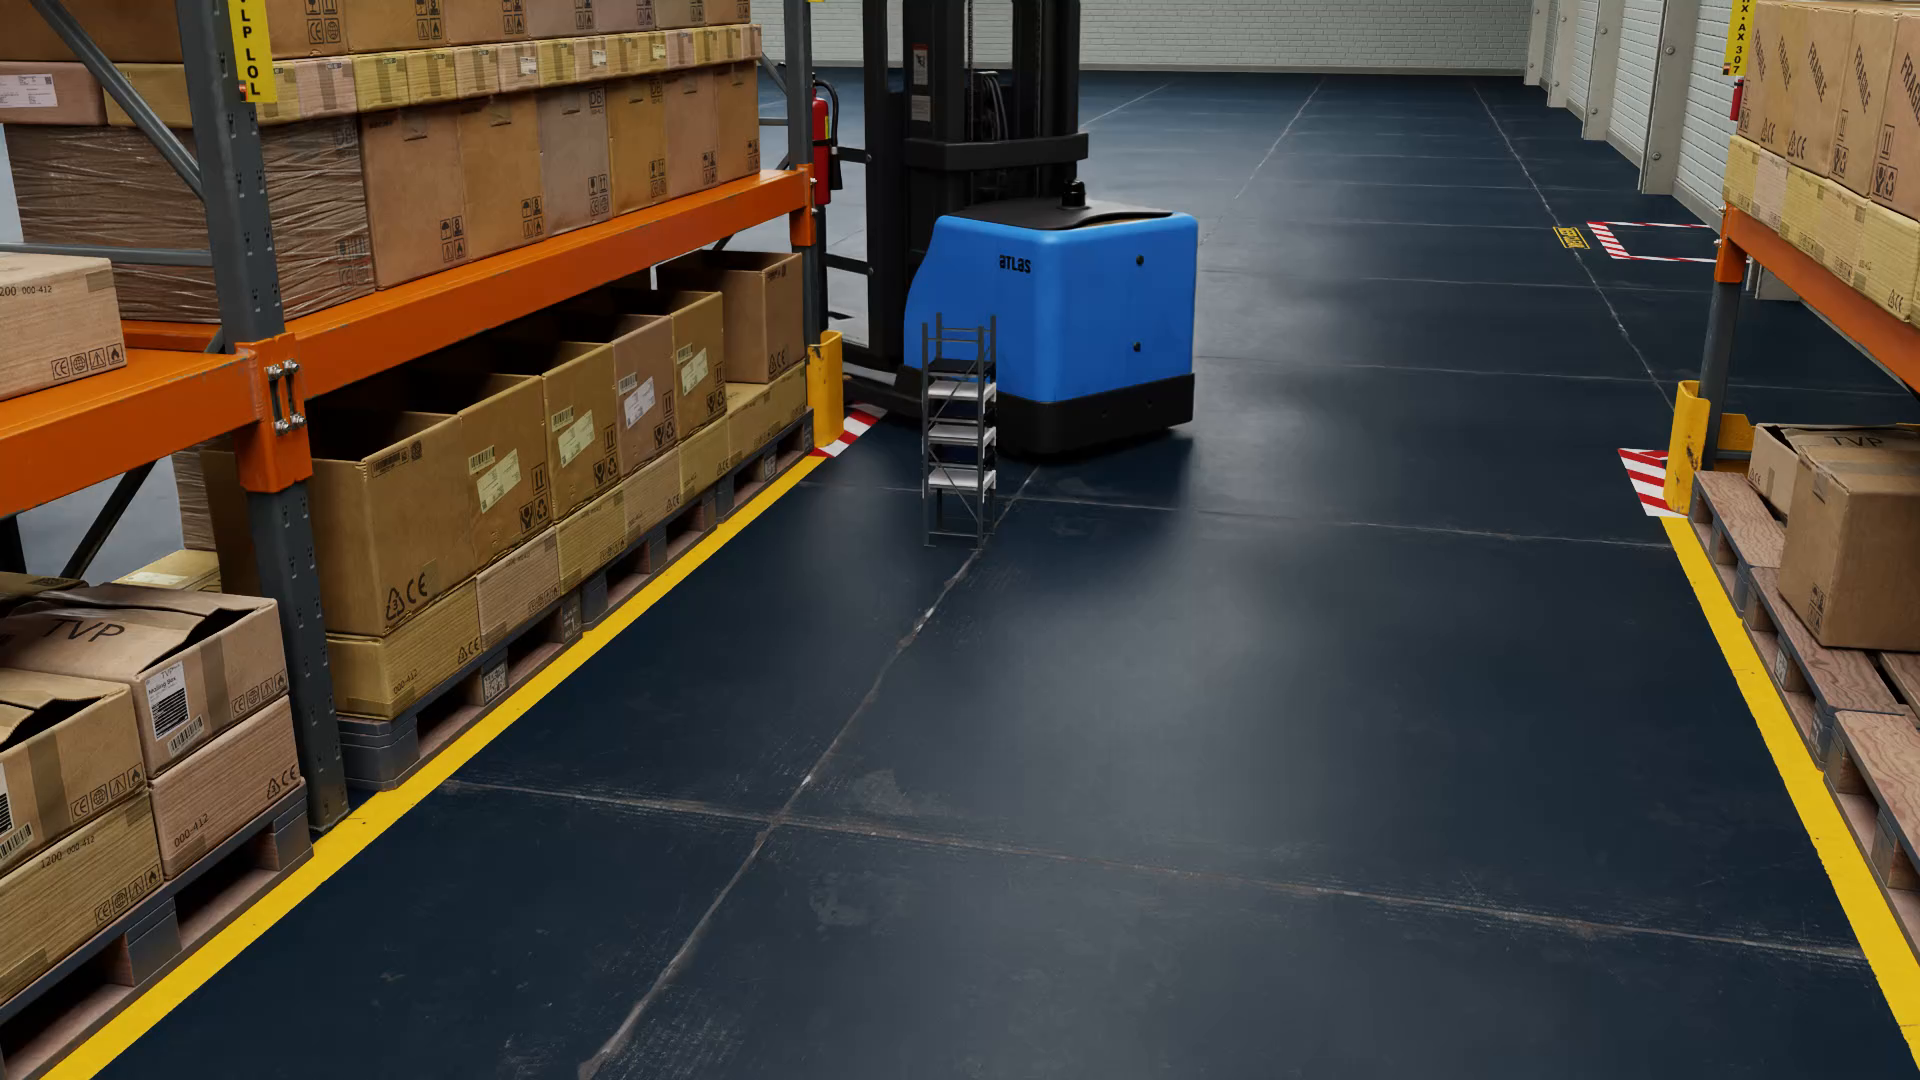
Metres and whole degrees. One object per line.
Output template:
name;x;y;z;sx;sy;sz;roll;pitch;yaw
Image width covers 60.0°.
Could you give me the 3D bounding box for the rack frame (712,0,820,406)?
rack frame;-1.175;-1.950;7.756;1.000;3.000;0.127;5;19;13

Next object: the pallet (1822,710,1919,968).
pallet;2.782;0.800;4.018;1.003;0.211;1.213;5;19;13

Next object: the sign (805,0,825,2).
sign;-0.652;-2.563;7.392;0.100;0.325;0.005;5;19;13

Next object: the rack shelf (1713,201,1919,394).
rack shelf;3.141;-0.593;4.895;1.077;0.370;4.000;5;19;13

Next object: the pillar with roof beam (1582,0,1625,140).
pillar with roof beam;4.520;-10.093;22.315;9.100;9.000;0.400;5;19;13

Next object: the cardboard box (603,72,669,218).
cardboard box;-1.552;-1.532;6.377;0.700;0.500;0.500;5;19;14

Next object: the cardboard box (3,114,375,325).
cardboard box;-2.050;-0.883;4.478;0.700;0.500;0.500;4;19;12

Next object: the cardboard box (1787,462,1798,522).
cardboard box;3.234;-0.107;5.840;0.500;0.311;0.500;6;20;18

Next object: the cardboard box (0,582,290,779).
cardboard box;-1.973;0.290;3.933;0.500;0.311;0.500;5;19;13

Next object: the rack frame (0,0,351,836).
rack frame;-2.152;-0.696;4.085;1.000;3.000;0.127;5;19;13

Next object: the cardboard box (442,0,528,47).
cardboard box;-1.805;-1.812;5.191;0.700;0.500;0.500;5;19;13

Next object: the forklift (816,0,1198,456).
forklift;-0.176;-2.184;8.548;1.130;2.935;3.031;-15;24;-37

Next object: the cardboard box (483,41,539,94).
cardboard box;-1.588;-1.524;5.349;0.380;0.149;0.250;4;19;12

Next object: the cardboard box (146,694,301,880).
cardboard box;-1.973;0.559;4.014;0.500;0.250;0.500;4;19;13

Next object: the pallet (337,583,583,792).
pallet;-1.917;0.377;5.256;1.003;0.211;1.213;5;19;13

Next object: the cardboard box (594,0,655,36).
cardboard box;-1.560;-2.126;6.109;0.700;0.500;0.500;5;19;14

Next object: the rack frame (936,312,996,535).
rack frame;0.023;-0.455;6.628;0.240;0.900;0.006;5;19;13

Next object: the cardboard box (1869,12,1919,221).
cardboard box;2.718;-1.086;4.267;0.500;0.500;0.500;4;19;12

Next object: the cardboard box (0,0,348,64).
cardboard box;-2.050;-1.497;4.268;0.700;0.500;0.500;5;19;14

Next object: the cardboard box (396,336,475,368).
cardboard box;-1.999;-0.424;5.732;0.500;0.500;0.500;5;19;13

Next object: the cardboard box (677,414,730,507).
cardboard box;-1.251;-0.341;6.651;0.500;0.250;0.500;5;19;13

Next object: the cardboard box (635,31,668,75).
cardboard box;-1.336;-1.846;6.293;0.380;0.149;0.250;5;20;15

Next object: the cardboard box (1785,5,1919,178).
cardboard box;2.958;-1.412;5.221;0.500;0.500;0.500;4;19;12

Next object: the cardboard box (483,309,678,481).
cardboard box;-1.371;-0.540;6.071;0.500;0.500;0.500;5;19;13

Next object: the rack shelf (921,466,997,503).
rack shelf;-0.002;-0.221;6.604;0.258;0.077;0.200;5;19;13

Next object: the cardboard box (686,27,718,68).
cardboard box;-1.209;-2.007;6.765;0.380;0.149;0.250;4;19;13

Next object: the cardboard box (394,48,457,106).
cardboard box;-1.714;-1.361;4.874;0.380;0.149;0.250;4;19;13

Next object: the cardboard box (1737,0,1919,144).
cardboard box;3.221;-1.727;6.145;0.500;0.500;0.500;5;19;13

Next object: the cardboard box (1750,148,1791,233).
cardboard box;3.089;-1.207;5.781;0.500;0.250;0.500;4;19;12

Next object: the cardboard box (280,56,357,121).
cardboard box;-1.838;-1.198;4.396;0.380;0.149;0.250;5;19;14

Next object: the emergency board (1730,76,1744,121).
emergency board;6.404;-3.924;13.536;0.194;1.169;0.643;5;19;13

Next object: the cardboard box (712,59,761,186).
cardboard box;-1.302;-1.852;7.314;0.700;0.500;0.500;5;19;13

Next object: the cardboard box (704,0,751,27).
cardboard box;-1.314;-2.449;7.056;0.700;0.500;0.500;5;19;14

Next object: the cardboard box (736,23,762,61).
cardboard box;-1.084;-2.169;7.240;0.380;0.149;0.250;4;19;12

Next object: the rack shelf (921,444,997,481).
rack shelf;-0.002;-0.307;6.575;0.258;0.077;0.200;5;19;13

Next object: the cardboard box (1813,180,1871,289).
cardboard box;2.833;-0.889;4.851;0.500;0.250;0.500;5;19;14

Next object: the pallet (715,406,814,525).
pallet;-1.321;-0.387;7.495;1.003;0.211;1.213;5;19;13

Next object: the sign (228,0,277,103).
sign;-1.624;-1.167;3.794;0.100;0.325;0.005;5;19;13

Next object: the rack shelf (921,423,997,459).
rack shelf;-0.002;-0.392;6.545;0.258;0.077;0.200;5;19;13

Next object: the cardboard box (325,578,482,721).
cardboard box;-1.745;0.285;4.817;0.500;0.250;0.500;5;19;13

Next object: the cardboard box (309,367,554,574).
cardboard box;-1.621;-0.227;5.154;0.500;0.500;0.500;5;19;13

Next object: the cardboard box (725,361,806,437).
cardboard box;-1.020;-0.656;7.572;0.500;0.250;0.500;5;19;13

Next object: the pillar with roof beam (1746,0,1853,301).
pillar with roof beam;1.589;-6.332;11.303;9.100;9.000;0.400;5;19;13

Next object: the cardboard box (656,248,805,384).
cardboard box;-1.018;-1.011;7.450;0.500;0.500;0.500;5;19;13

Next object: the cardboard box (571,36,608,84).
cardboard box;-1.461;-1.683;5.816;0.380;0.149;0.250;4;19;13

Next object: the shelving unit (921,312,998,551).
shelving unit;-0.002;-0.423;6.535;0.258;0.900;0.210;5;19;13

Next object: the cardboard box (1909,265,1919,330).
cardboard box;2.604;-0.573;3.924;0.500;0.250;0.500;5;19;14

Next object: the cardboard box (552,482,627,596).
cardboard box;-1.491;-0.028;5.732;0.500;0.250;0.500;5;19;13

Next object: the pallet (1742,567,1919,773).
pallet;3.078;0.417;5.141;1.003;0.211;1.213;5;19;13

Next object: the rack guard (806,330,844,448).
rack guard;-1.169;-0.775;8.182;1.175;0.500;0.348;5;19;13

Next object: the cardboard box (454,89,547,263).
cardboard box;-1.801;-1.206;5.423;0.700;0.500;0.500;5;19;14

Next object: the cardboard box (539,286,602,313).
cardboard box;-1.752;-0.737;6.649;0.500;0.500;0.500;5;19;13

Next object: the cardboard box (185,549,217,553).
cardboard box;-2.119;0.088;5.394;0.500;0.250;0.500;5;19;13
